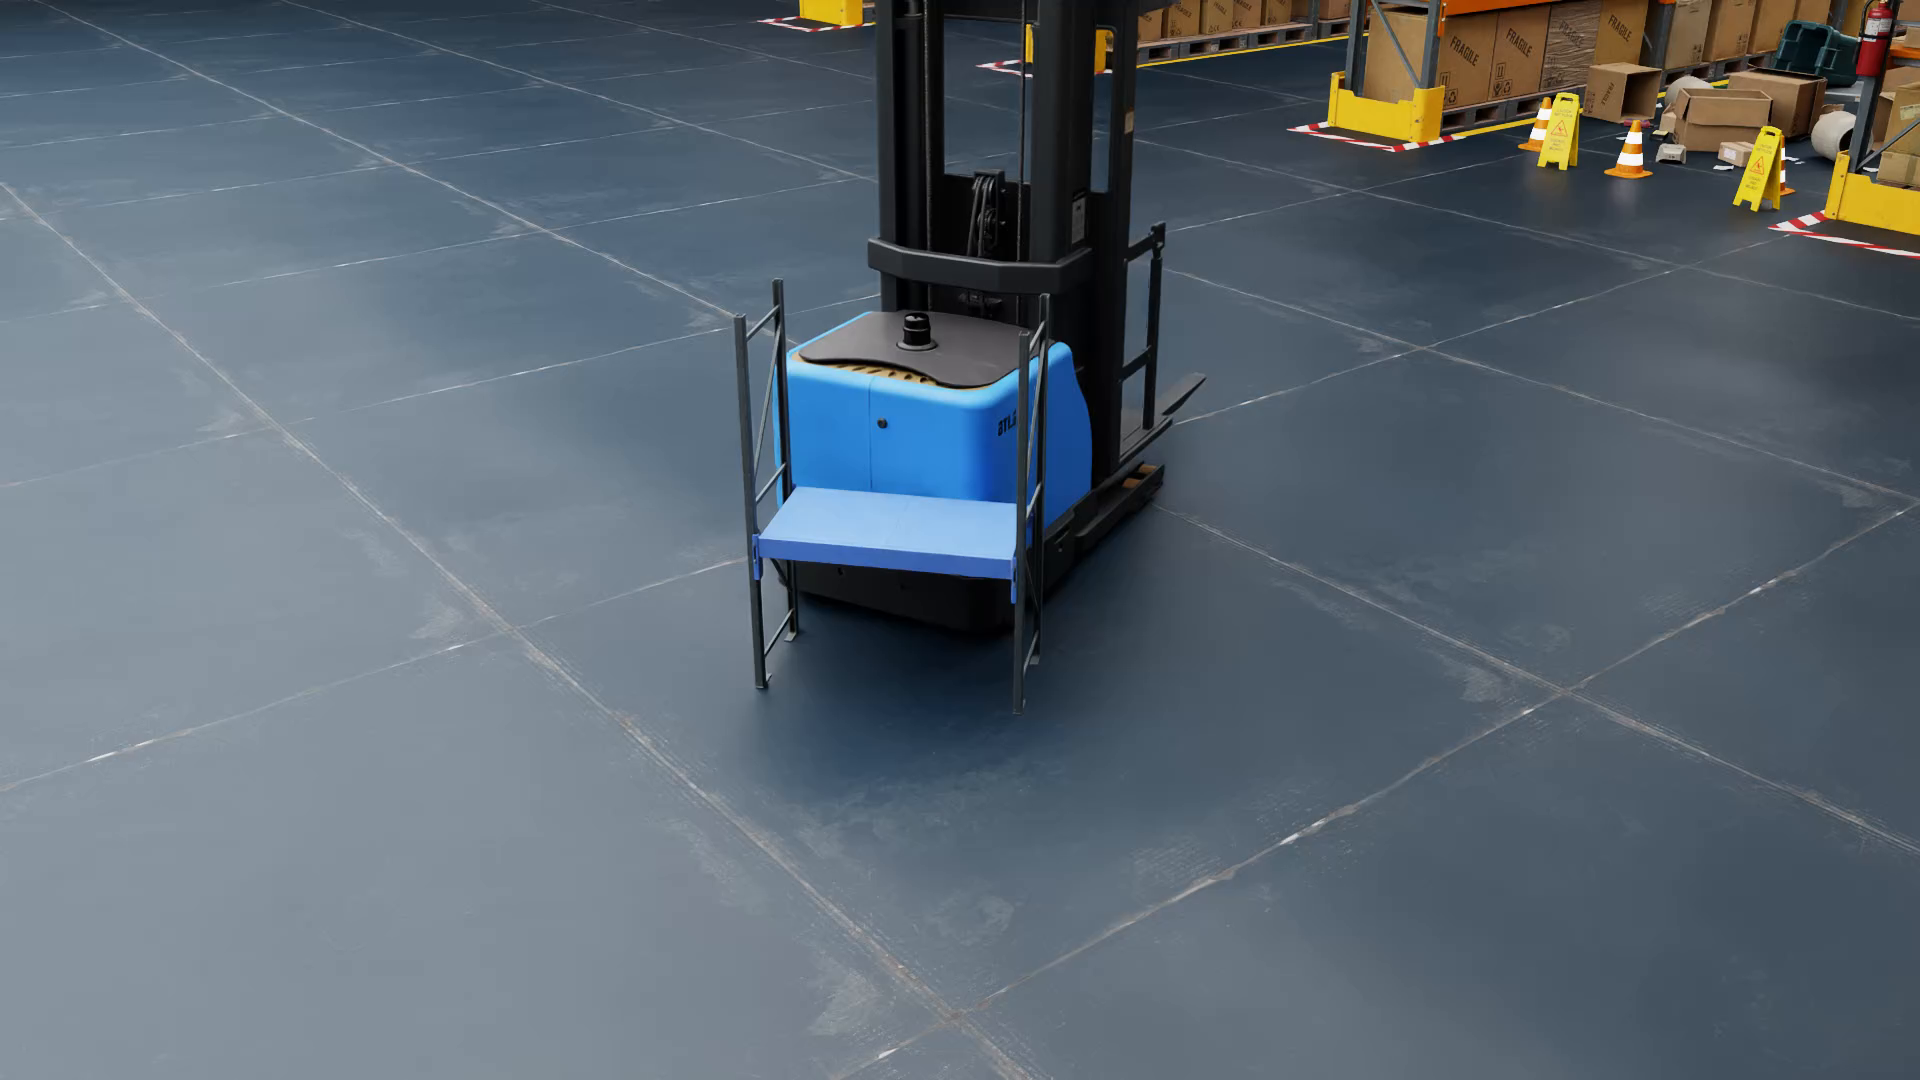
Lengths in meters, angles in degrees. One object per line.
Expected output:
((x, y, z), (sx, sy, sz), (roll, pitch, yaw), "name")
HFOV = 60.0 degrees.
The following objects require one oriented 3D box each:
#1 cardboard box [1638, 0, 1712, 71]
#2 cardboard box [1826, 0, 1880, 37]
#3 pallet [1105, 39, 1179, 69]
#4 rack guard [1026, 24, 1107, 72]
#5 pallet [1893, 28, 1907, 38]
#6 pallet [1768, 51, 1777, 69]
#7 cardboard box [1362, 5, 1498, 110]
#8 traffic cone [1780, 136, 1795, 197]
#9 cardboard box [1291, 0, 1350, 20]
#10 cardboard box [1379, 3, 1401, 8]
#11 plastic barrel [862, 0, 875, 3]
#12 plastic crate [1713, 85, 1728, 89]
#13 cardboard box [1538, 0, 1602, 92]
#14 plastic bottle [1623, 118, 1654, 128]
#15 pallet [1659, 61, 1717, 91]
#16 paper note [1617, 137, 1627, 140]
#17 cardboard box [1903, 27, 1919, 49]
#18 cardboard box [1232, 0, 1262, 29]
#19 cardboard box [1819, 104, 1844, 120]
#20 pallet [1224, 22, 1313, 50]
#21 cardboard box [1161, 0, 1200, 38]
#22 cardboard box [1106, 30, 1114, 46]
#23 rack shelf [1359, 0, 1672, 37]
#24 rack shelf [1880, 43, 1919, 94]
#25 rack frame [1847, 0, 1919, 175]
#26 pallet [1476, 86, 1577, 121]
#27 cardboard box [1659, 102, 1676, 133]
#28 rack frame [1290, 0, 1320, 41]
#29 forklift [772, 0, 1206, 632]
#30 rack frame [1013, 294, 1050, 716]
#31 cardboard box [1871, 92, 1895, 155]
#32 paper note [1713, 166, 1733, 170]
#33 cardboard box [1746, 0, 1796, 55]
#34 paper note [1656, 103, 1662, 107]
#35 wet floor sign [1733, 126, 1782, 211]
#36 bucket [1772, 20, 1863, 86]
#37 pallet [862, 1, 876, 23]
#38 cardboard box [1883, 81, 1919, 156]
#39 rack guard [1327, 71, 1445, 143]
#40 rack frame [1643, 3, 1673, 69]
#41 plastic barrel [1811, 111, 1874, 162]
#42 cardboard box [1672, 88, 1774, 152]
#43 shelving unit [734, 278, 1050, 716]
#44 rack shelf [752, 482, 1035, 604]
((7.757, -5.789, 18.800), (0.750, 0.750, 1.050), (-18, 31, -34), "cardboard box")
((11.186, -6.623, 20.893), (0.500, 0.500, 0.500), (-20, 31, -36), "cardboard box")
((1.916, -6.013, 20.420), (1.213, 0.211, 1.003), (-18, 31, -34), "pallet")
((1.255, -5.945, 19.930), (0.348, 0.500, 1.175), (-18, 31, -34), "rack guard")
((12.047, -6.720, 21.944), (1.213, 0.211, 1.003), (-18, 31, -34), "pallet")
((9.805, -6.023, 20.441), (1.213, 0.211, 1.003), (-18, 31, -34), "pallet")
((4.669, -4.814, 16.550), (0.875, 0.875, 0.875), (-18, 30, -34), "cardboard box")
((6.853, -3.164, 13.983), (0.334, 0.463, 0.336), (-18, 31, -34), "traffic cone")
((4.839, -7.316, 22.362), (0.500, 0.500, 0.700), (-21, 32, -38), "cardboard box")
((5.666, -7.579, 22.929), (0.500, 0.500, 0.700), (-21, 32, -38), "cardboard box")
((-1.390, -7.958, 23.755), (0.421, 0.512, 0.421), (0, 25, 0), "plastic barrel")
((7.996, -4.700, 17.550), (0.662, 0.188, 0.450), (-3, 15, -7), "plastic crate")
((6.079, -5.279, 17.552), (0.875, 0.875, 0.875), (-18, 30, -34), "cardboard box")
((6.785, -4.156, 16.598), (0.283, 0.061, 0.133), (15, 29, 29), "plastic bottle")
((7.885, -5.389, 19.076), (1.213, 0.211, 1.003), (-18, 31, -34), "pallet")
((6.425, -3.876, 16.032), (0.142, 0.017, 0.144), (-8, 26, -16), "paper note")
((7.473, -3.830, 12.702), (0.250, 0.149, 0.380), (-17, 30, -32), "cardboard box")
((3.558, -6.912, 21.516), (0.500, 0.500, 0.500), (-9, 26, -18), "cardboard box")
((8.493, -4.074, 16.178), (0.258, 0.266, 0.396), (5, 25, 11), "cardboard box")
((3.836, -6.647, 21.786), (1.213, 0.211, 1.003), (-18, 31, -34), "pallet")
((2.651, -6.595, 20.832), (0.500, 0.500, 0.500), (-15, 29, -29), "cardboard box")
((1.697, -6.272, 20.136), (0.500, 0.500, 0.500), (-12, 28, -25), "cardboard box")
((5.750, -5.582, 17.035), (4.000, 0.370, 1.077), (-18, 31, -34), "rack shelf")
((8.884, -3.969, 13.558), (4.000, 0.370, 1.077), (-18, 31, -34), "rack shelf")
((7.310, -3.776, 12.287), (0.127, 3.000, 1.000), (-18, 31, -34), "rack frame")
((5.717, -4.673, 17.533), (1.213, 0.211, 1.003), (-18, 31, -34), "pallet")
((7.108, -4.132, 16.302), (0.258, 0.266, 0.396), (-13, 28, -25), "cardboard box")
((4.343, -8.098, 21.600), (0.127, 3.000, 1.000), (-18, 31, -34), "rack frame")
((0.348, -1.541, 7.553), (1.130, 2.935, 3.031), (13, 28, 25), "forklift")
((0.265, -0.119, 6.190), (0.032, 1.500, 0.500), (5, 25, 10), "rack frame")
((8.775, -3.854, 15.423), (0.500, 0.500, 0.500), (1, 25, 2), "cardboard box")
((6.826, -3.334, 14.862), (0.148, 0.019, 0.142), (15, 29, 29), "paper note")
((9.251, -6.281, 19.859), (0.750, 0.750, 1.050), (-18, 30, -33), "cardboard box")
((7.354, -4.607, 17.605), (0.147, 0.020, 0.142), (5, 25, 11), "paper note")
((6.501, -3.013, 13.440), (0.232, 0.644, 0.267), (-8, 26, -16), "wet floor sign")
((8.640, -4.834, 16.650), (0.620, 0.611, 0.726), (2, 23, -21), "bucket")
((-1.188, -7.679, 24.010), (1.213, 0.211, 1.003), (-18, 31, -34), "pallet")
((7.780, -3.354, 13.254), (0.500, 0.500, 0.500), (-18, 30, -34), "cardboard box")
((4.158, -4.249, 16.277), (0.348, 0.500, 1.175), (-18, 31, -34), "rack guard")
((7.324, -6.428, 18.003), (0.127, 3.000, 1.000), (-18, 31, -34), "rack frame")
((8.002, -3.645, 15.066), (0.421, 0.421, 0.512), (1, 25, 2), "plastic barrel")
((7.130, -3.938, 15.603), (0.797, 0.503, 0.637), (5, 25, 11), "cardboard box")
((-0.233, -0.161, 6.281), (1.048, 1.500, 0.538), (5, 25, 10), "shelving unit")
((-0.233, 0.002, 6.357), (1.000, 0.185, 0.538), (5, 25, 10), "rack shelf")
